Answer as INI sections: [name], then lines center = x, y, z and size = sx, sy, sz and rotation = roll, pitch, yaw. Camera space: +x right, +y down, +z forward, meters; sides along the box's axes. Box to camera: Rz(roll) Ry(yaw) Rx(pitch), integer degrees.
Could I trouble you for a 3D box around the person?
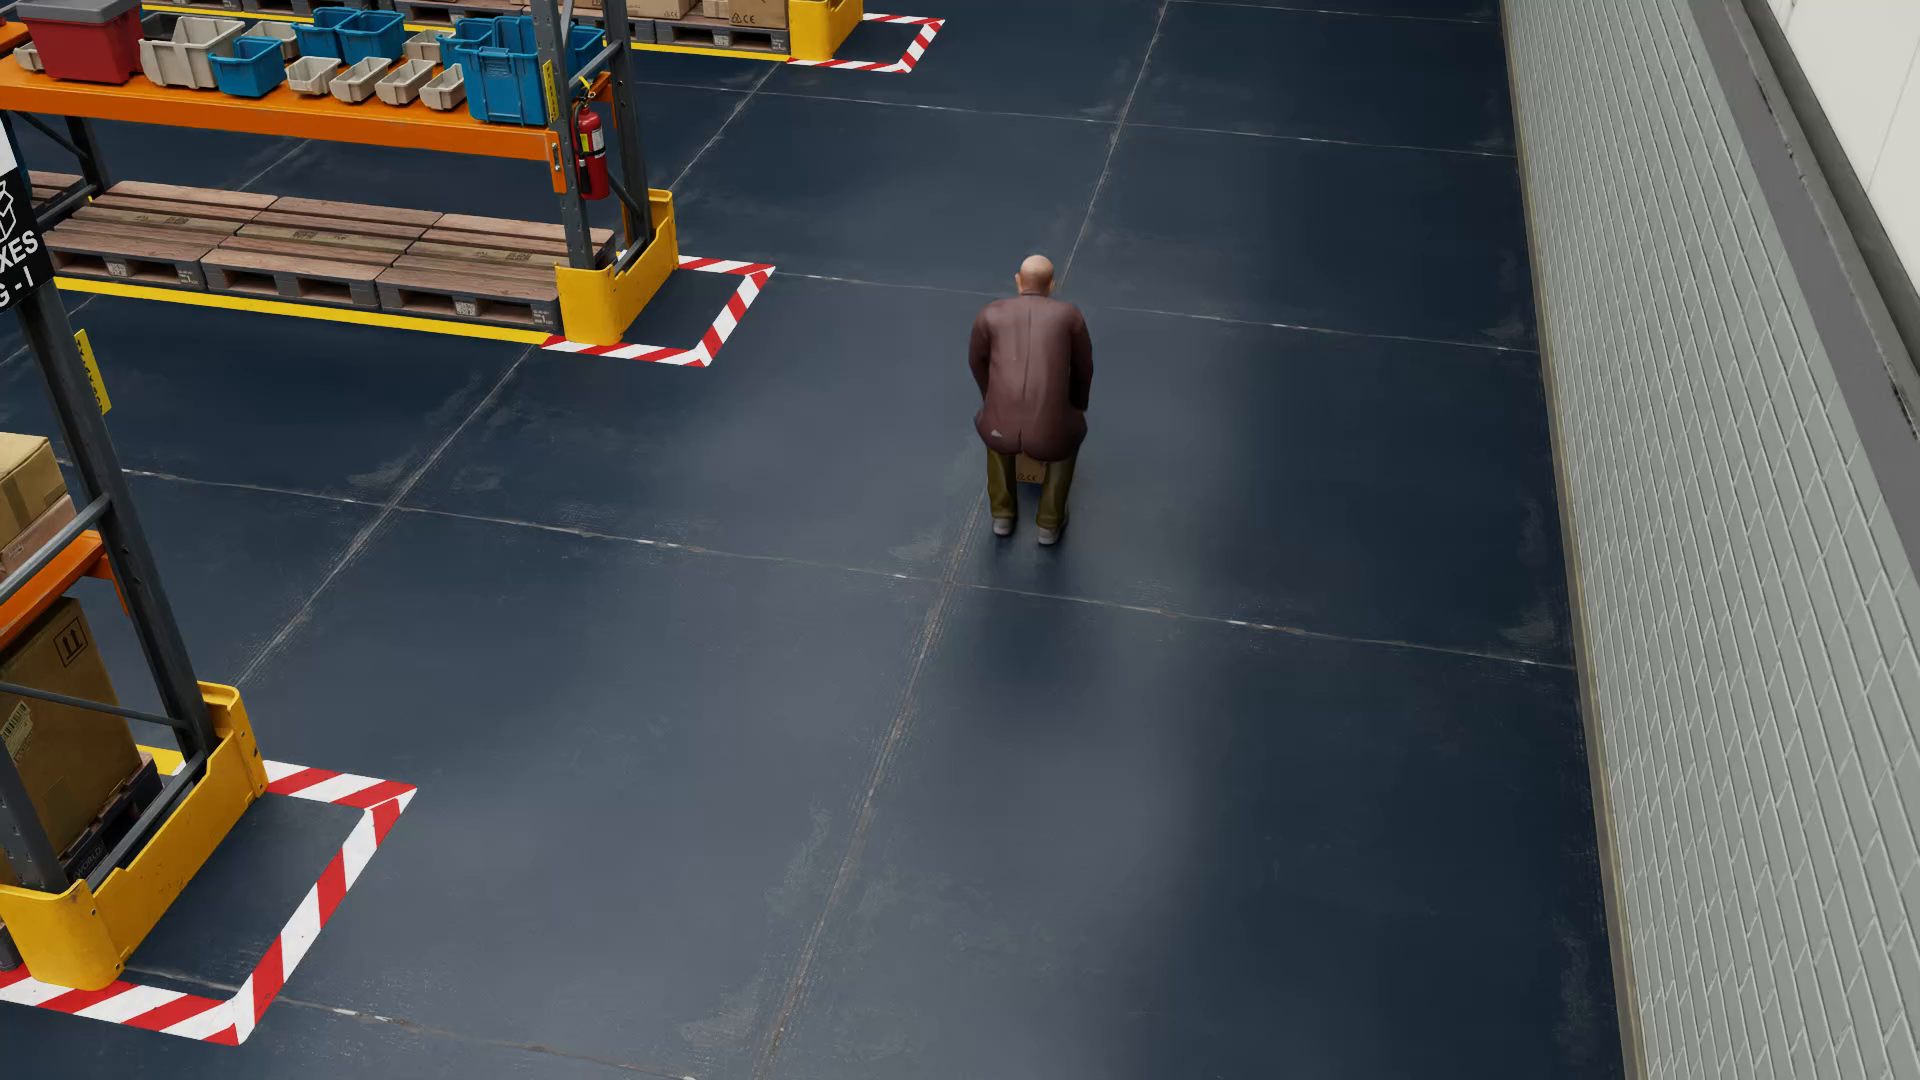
[person]
center = 0.385, -0.464, 8.517
size = 0.582, 0.892, 0.901
rotation = 7, 37, 9
